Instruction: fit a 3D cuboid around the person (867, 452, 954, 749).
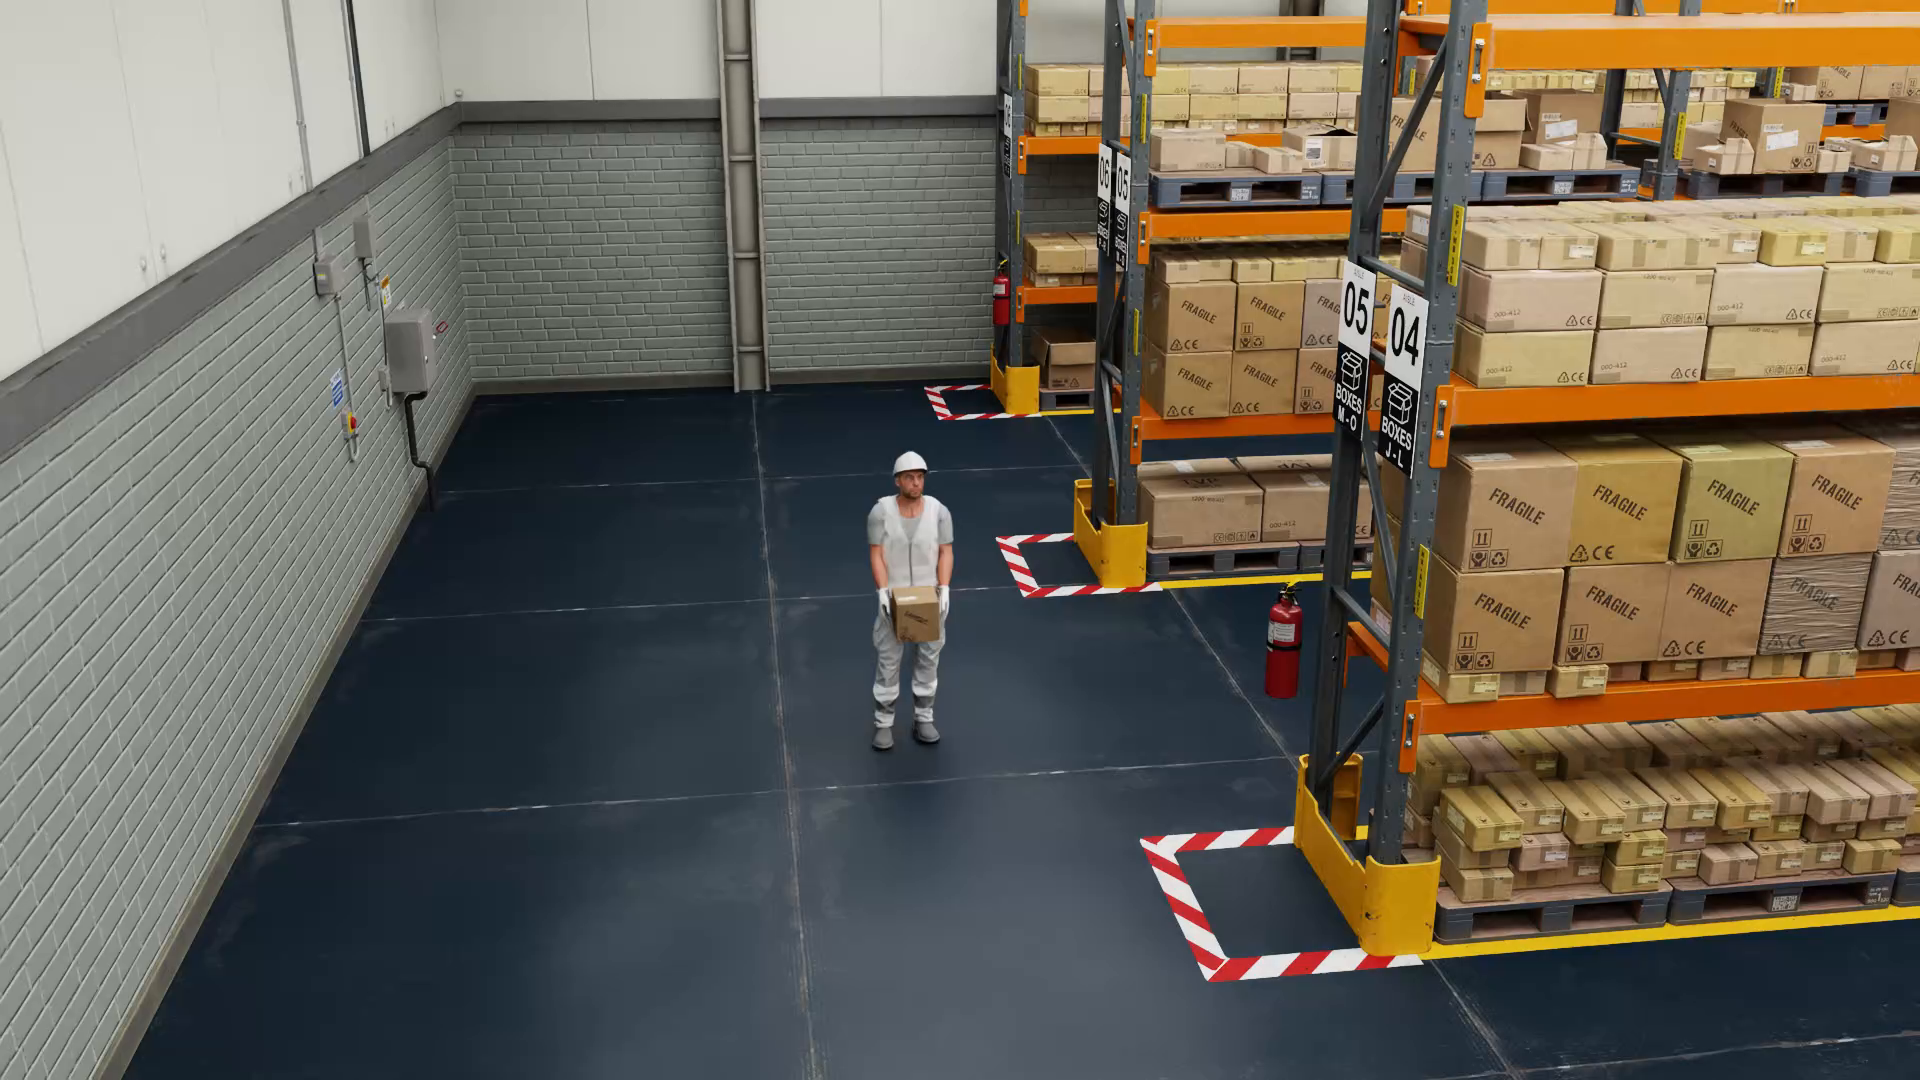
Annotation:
[{"bbox_3d":[-0.290,0.365,10.016,0.542,1.794,0.498,-4,20,-10],"label":"person"}]
